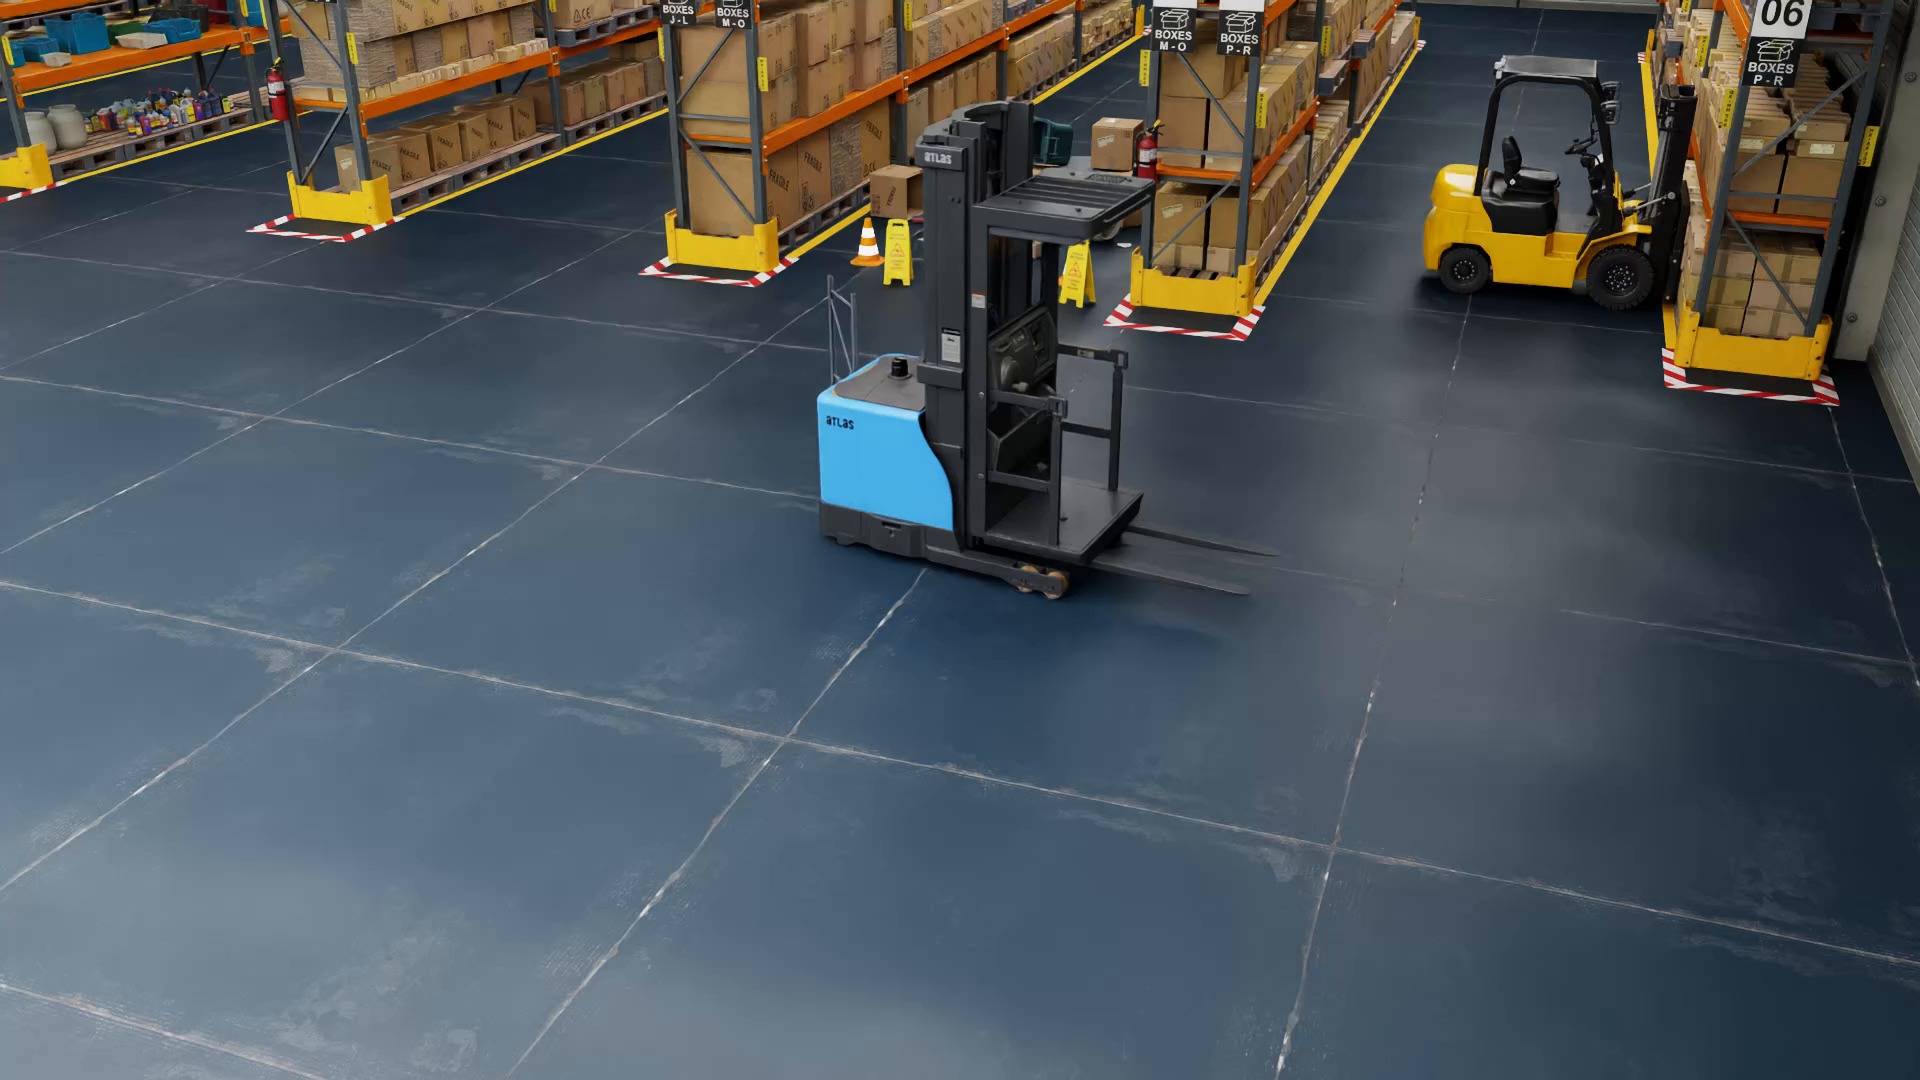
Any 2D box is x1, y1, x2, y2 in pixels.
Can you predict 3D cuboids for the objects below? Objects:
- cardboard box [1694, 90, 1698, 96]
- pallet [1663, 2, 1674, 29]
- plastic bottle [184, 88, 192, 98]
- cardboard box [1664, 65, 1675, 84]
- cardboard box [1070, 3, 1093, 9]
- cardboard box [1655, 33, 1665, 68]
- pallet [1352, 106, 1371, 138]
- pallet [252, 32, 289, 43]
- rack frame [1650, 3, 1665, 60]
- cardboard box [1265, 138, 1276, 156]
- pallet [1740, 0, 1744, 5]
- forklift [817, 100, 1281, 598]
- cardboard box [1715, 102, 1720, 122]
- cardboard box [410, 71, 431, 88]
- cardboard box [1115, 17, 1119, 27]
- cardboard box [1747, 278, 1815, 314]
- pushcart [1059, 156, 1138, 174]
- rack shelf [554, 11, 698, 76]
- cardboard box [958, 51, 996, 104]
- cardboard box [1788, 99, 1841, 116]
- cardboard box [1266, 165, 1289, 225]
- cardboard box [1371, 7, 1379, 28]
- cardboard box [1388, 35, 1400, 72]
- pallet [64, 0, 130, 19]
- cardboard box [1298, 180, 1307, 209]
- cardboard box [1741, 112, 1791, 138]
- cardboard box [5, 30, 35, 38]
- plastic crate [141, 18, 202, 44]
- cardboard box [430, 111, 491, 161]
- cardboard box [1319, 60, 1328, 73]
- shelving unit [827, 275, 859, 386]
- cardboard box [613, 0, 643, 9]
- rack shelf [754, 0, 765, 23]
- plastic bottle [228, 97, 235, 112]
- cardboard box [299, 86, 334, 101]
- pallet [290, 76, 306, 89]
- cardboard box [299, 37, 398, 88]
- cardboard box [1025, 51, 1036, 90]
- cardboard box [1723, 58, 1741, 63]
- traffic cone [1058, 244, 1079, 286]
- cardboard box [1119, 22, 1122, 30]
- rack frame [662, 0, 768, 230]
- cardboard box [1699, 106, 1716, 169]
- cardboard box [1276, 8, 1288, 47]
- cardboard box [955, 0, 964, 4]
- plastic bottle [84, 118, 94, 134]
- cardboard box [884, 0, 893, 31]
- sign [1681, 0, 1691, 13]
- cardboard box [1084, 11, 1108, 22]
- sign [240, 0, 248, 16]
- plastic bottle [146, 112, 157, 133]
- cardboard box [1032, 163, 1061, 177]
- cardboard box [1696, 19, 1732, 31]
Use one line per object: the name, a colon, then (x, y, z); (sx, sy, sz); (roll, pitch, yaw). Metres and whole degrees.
cardboard box: (8.158, -4.700, 17.911); (0.500, 0.250, 0.500); (9, 27, 19)
pallet: (10.531, -7.411, 23.559); (1.003, 0.211, 1.213); (9, 27, 17)
plastic bottle: (-10.980, -6.299, 23.667); (0.097, 0.271, 0.097); (0, 26, 0)
cardboard box: (10.358, -6.488, 23.818); (0.500, 0.500, 0.500); (8, 27, 17)
cardboard box: (2.165, -9.527, 29.814); (0.380, 0.149, 0.250); (7, 27, 15)
cardboard box: (11.346, -7.732, 26.387); (0.500, 0.500, 0.500); (9, 27, 18)
pallet: (5.220, -5.943, 23.505); (1.003, 0.211, 1.213); (9, 27, 17)
pallet: (-13.108, -9.306, 30.451); (1.003, 0.211, 1.213); (9, 27, 17)
rack frame: (12.231, -9.454, 27.558); (1.000, 3.000, 0.127); (9, 27, 17)
cardboard box: (2.896, -3.894, 16.363); (0.380, 0.149, 0.250); (9, 27, 18)
pallet: (7.570, -4.979, 14.974); (1.003, 0.211, 1.213); (9, 27, 17)
forklift: (0.586, -1.210, 10.608); (3.031, 2.935, 1.130); (13, 29, 24)
cardboard box: (7.161, -3.930, 15.289); (0.380, 0.149, 0.250); (9, 27, 18)
cardboard box: (-6.449, -5.412, 19.497); (0.380, 0.149, 0.250); (9, 27, 17)
cardboard box: (2.609, -9.202, 29.484); (0.380, 0.149, 0.250); (9, 27, 18)
cardboard box: (7.259, -2.218, 14.713); (0.500, 0.250, 0.500); (9, 27, 18)
pushcart: (1.389, -4.371, 20.068); (1.648, 0.377, 0.936); (0, 26, -1)
rack shelf: (-5.124, -7.176, 23.678); (1.077, 0.370, 4.000); (9, 27, 17)
cardboard box: (-0.103, -6.500, 23.557); (1.050, 0.750, 0.750); (8, 27, 17)
cardboard box: (7.509, -3.769, 14.616); (0.380, 0.149, 0.250); (9, 27, 18)
cardboard box: (3.105, -3.608, 17.296); (0.500, 0.500, 0.500); (9, 27, 18)
cardboard box: (5.621, -7.410, 23.508); (0.500, 0.250, 0.500); (10, 27, 19)
cardboard box: (6.528, -7.807, 26.614); (0.875, 0.438, 0.875); (8, 27, 17)
pallet: (-17.327, -10.537, 32.995); (1.003, 0.211, 1.213); (9, 27, 17)
cardboard box: (3.612, -3.910, 18.781); (0.500, 0.250, 0.500); (10, 28, 20)
cardboard box: (6.827, -3.527, 14.117); (0.380, 0.149, 0.250); (9, 27, 18)
cardboard box: (-14.930, -7.947, 26.476); (0.500, 0.311, 0.500); (9, 27, 17)
plastic crate: (-10.573, -6.835, 22.319); (0.499, 0.251, 0.616); (9, 27, 17)
cardboard box: (-6.277, -5.080, 20.911); (0.500, 0.500, 0.500); (6, 27, 13)
cardboard box: (4.037, -5.498, 19.194); (0.380, 0.149, 0.250); (9, 27, 18)
shelving unit: (-0.375, -1.223, 12.278); (1.048, 1.500, 0.538); (-11, 28, -22)
cardboard box: (-4.759, -7.726, 23.661); (0.396, 0.266, 0.258); (8, 27, 16)
rack shelf: (-1.812, -6.122, 18.058); (1.077, 0.370, 4.000); (9, 27, 17)
plastic bottle: (-10.287, -6.141, 23.420); (0.097, 0.201, 0.097); (0, 26, 0)
cardboard box: (-7.221, -5.068, 18.788); (0.380, 0.149, 0.250); (9, 27, 17)
pallet: (-9.832, -6.973, 25.632); (1.003, 0.211, 1.213); (9, 27, 17)
cardboard box: (-6.912, -5.435, 18.801); (0.875, 0.500, 0.500); (9, 27, 17)
cardboard box: (0.825, -7.086, 25.053); (0.500, 0.500, 0.500); (9, 27, 18)
cardboard box: (7.773, -4.679, 16.495); (0.380, 0.149, 0.250); (8, 27, 16)
traffic cone: (1.151, -2.819, 16.765); (0.336, 0.463, 0.334); (9, 27, 17)
cardboard box: (2.709, -9.291, 30.011); (0.380, 0.149, 0.250); (9, 27, 17)
rack frame: (-2.477, -4.273, 16.858); (1.000, 3.000, 0.127); (9, 27, 17)
cardboard box: (7.331, -3.795, 15.755); (0.500, 0.500, 0.500); (9, 27, 18)
cardboard box: (3.204, -5.720, 18.243); (0.700, 0.500, 0.500); (8, 27, 17)
cardboard box: (-0.310, -7.454, 22.164); (0.700, 0.500, 0.500); (8, 27, 17)
plastic bottle: (-11.594, -5.509, 22.117); (0.097, 0.201, 0.097); (0, 26, 0)
cardboard box: (-1.301, -6.324, 19.682); (0.875, 0.550, 0.550); (9, 27, 17)
sign: (9.054, -6.727, 20.687); (0.100, 0.325, 0.005); (9, 27, 17)
cardboard box: (2.370, -9.128, 28.992); (0.380, 0.149, 0.250); (9, 27, 18)
sign: (-9.945, -7.437, 23.073); (0.100, 0.325, 0.005); (9, 27, 17)
plastic bottle: (-10.780, -5.563, 22.148); (0.097, 0.271, 0.097); (0, 26, 0)
cardboard box: (0.725, -4.009, 19.021); (0.797, 0.637, 0.503); (9, 27, 17)
cardboard box: (8.961, -6.087, 19.744); (0.380, 0.149, 0.250); (9, 27, 18)
